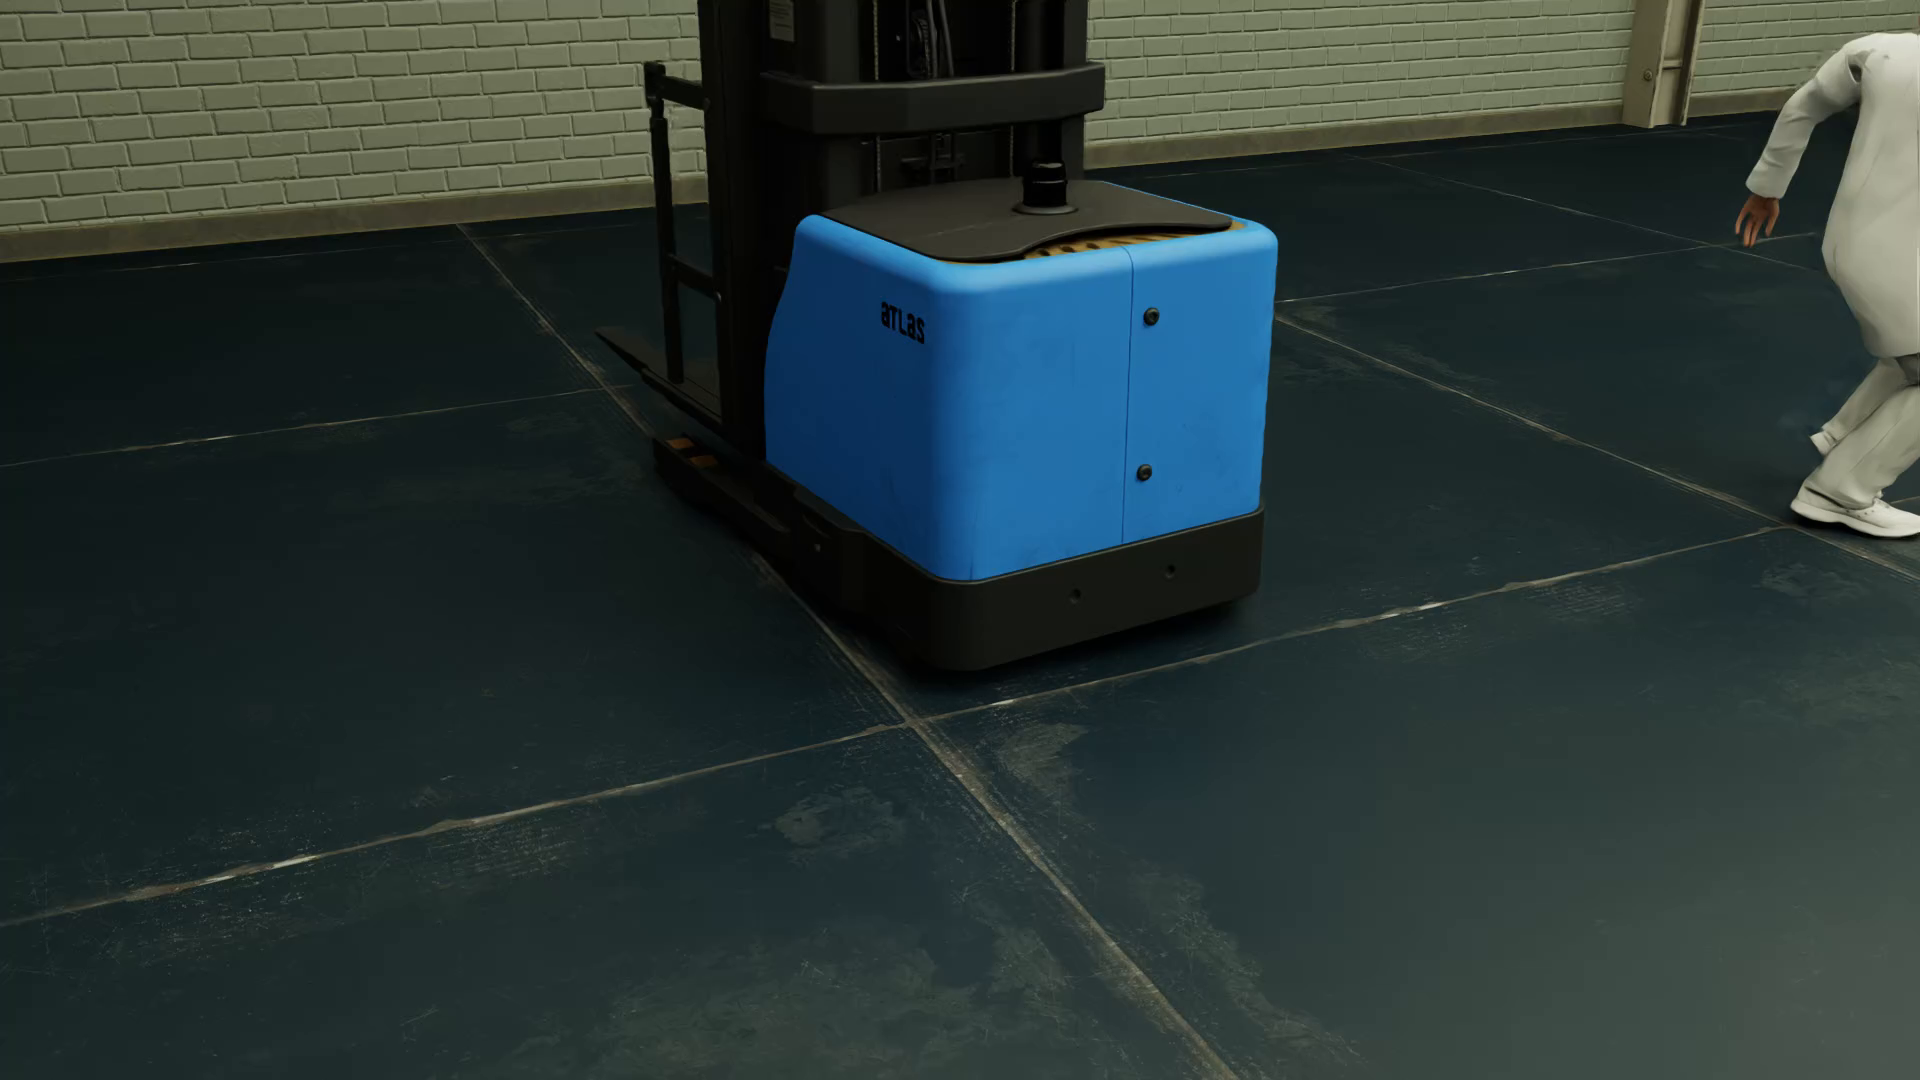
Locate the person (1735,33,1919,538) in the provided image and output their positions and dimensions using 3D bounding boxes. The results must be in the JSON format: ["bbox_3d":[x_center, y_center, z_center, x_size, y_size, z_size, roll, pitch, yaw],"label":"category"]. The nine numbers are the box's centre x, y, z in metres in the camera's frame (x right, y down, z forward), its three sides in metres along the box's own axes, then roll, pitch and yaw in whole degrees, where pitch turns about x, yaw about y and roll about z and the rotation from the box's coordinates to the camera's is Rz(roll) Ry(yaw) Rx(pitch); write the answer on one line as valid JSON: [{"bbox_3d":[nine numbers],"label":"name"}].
[{"bbox_3d":[2.831,-0.847,4.978,0.757,1.732,0.773,0,23,1],"label":"person"}]

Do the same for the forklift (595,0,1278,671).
[{"bbox_3d":[-0.362,-1.546,5.007,1.130,2.935,3.031,-13,26,-29],"label":"forklift"}]
